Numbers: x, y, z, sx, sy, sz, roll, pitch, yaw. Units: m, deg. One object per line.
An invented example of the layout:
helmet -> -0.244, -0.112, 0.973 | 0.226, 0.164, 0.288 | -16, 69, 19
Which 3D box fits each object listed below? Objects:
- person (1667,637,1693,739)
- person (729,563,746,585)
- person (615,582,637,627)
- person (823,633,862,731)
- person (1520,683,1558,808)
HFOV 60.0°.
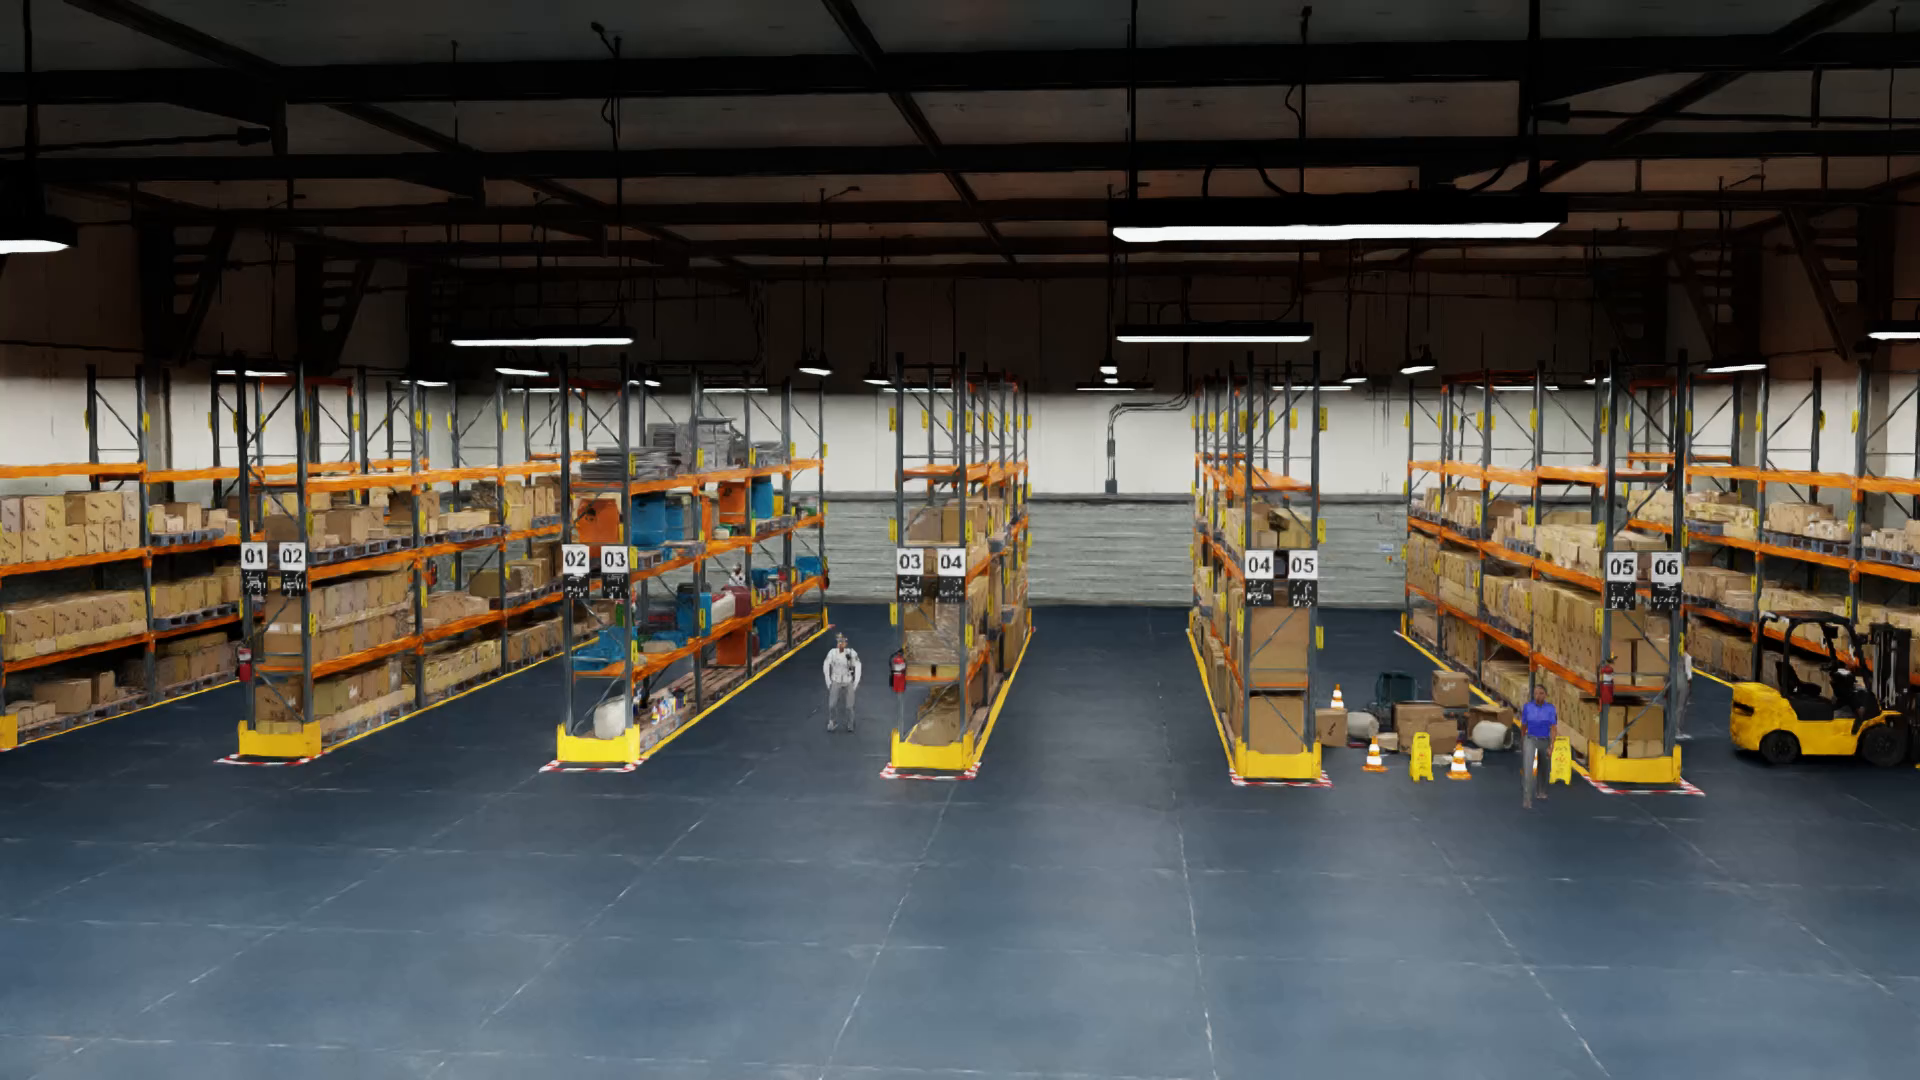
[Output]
person -> 11.406, 2.321, 26.286 | 0.419, 1.603, 0.504 | -2, 4, -21
person -> -5.385, 1.327, 40.322 | 0.456, 1.589, 1.078 | 1, 4, 8
person -> -7.615, 1.447, 37.825 | 0.564, 1.736, 1.044 | 0, 4, 4
person -> -1.899, 2.295, 26.835 | 0.639, 1.620, 0.498 | 0, 4, 3
person -> 7.535, 2.652, 21.651 | 0.444, 1.585, 0.990 | 1, 4, 15
